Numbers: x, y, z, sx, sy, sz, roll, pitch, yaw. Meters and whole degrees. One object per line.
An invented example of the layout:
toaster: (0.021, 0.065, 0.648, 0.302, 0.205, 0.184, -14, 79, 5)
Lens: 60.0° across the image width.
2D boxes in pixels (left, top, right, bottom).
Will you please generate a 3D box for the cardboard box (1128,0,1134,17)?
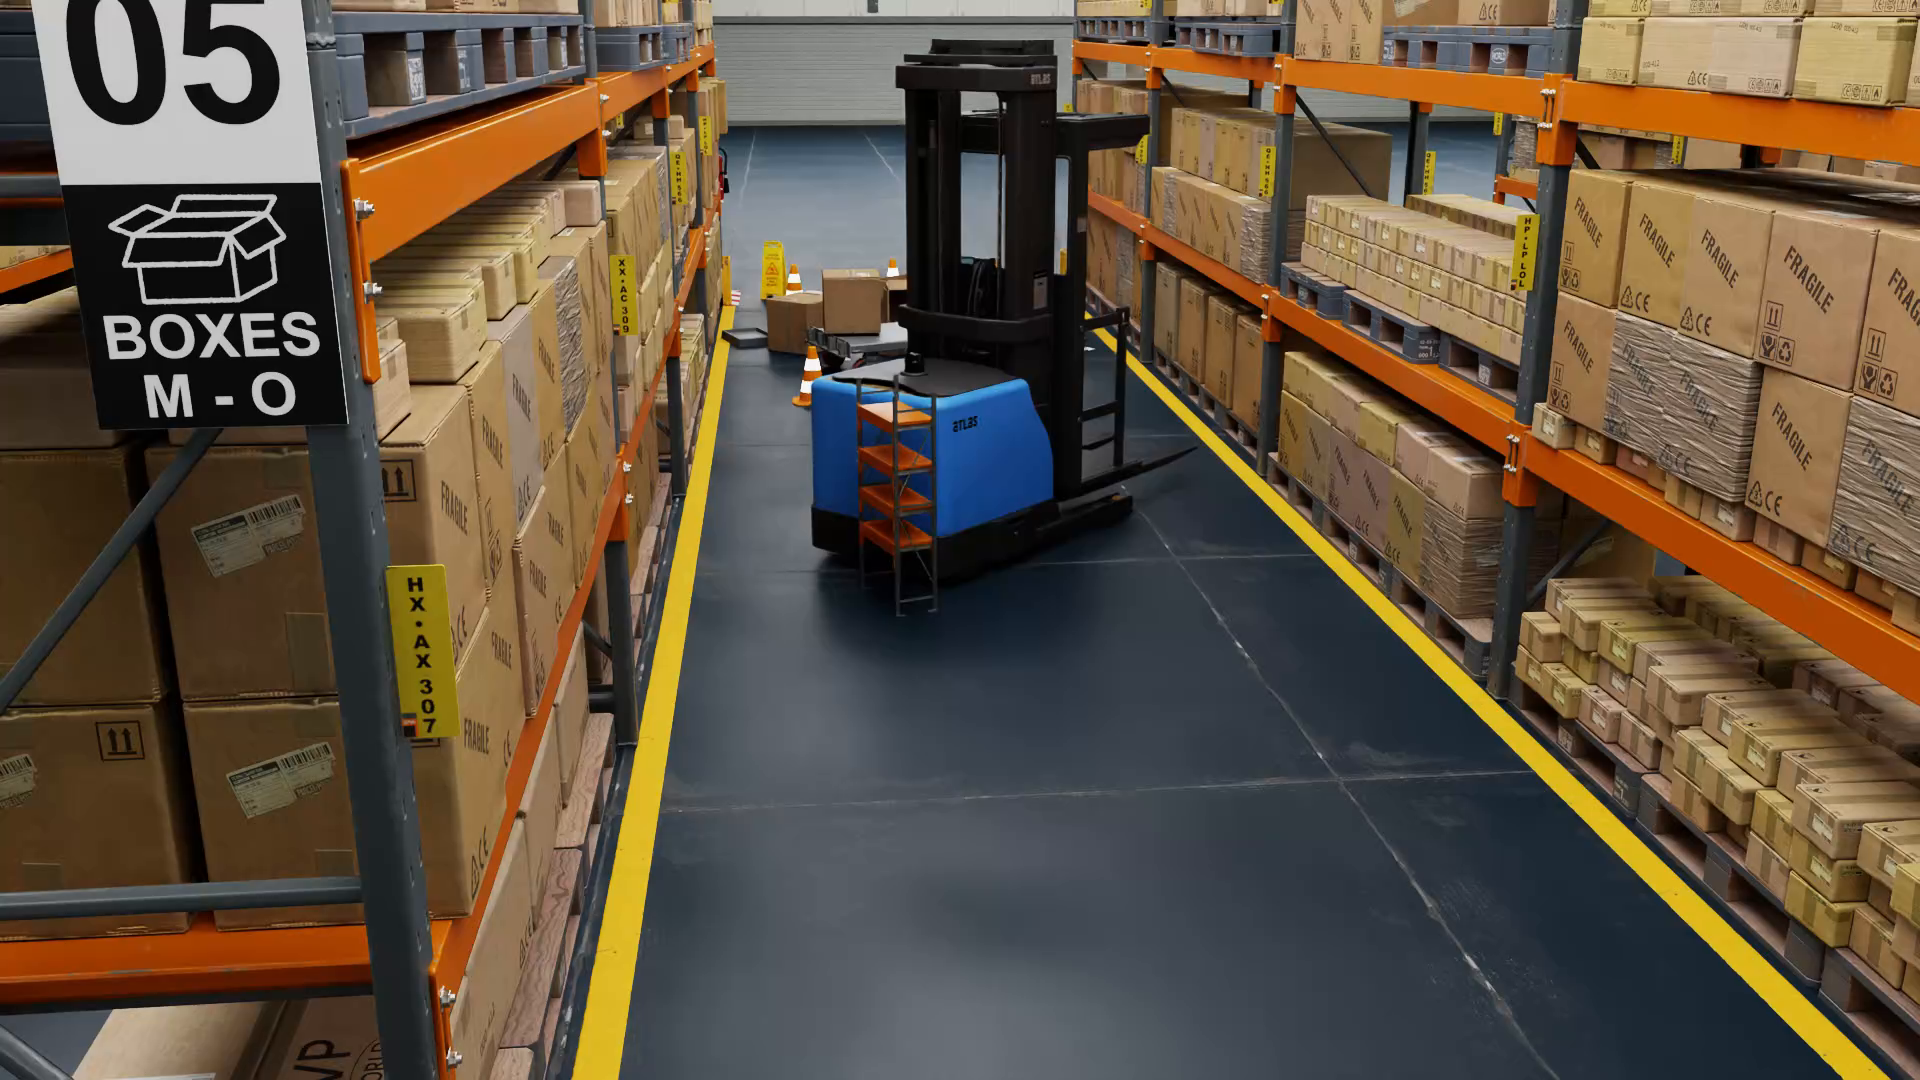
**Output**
cardboard box: (1.761, -4.902, 15.326, 0.380, 0.149, 0.250, -2, 17, -5)

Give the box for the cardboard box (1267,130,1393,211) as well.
cardboard box: (2.547, -2.559, 11.484, 0.700, 0.500, 0.500, -2, 18, -6)

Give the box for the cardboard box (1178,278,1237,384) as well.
cardboard box: (2.420, -1.749, 13.795, 1.050, 0.750, 0.750, -2, 18, -6)

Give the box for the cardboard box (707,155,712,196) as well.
cardboard box: (-2.625, -3.537, 15.772, 0.500, 0.500, 0.500, -2, 18, -6)

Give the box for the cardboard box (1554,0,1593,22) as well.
cardboard box: (3.066, -2.504, 7.269, 0.700, 0.500, 0.500, -2, 18, -6)

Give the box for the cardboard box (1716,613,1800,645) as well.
cardboard box: (3.390, 0.414, 6.914, 0.380, 0.149, 0.250, -2, 18, -6)

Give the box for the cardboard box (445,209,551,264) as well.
cardboard box: (-1.528, -0.973, 5.349, 0.380, 0.149, 0.250, -2, 18, -6)

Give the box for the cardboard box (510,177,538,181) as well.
cardboard box: (-2.307, -1.481, 8.050, 0.500, 0.500, 0.500, -1, 17, -4)

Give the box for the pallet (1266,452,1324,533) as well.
pallet: (2.662, -0.337, 10.897, 1.003, 0.211, 1.213, -2, 18, -6)

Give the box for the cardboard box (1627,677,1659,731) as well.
cardboard box: (2.916, 0.652, 6.654, 0.380, 0.149, 0.250, -3, 18, -8)

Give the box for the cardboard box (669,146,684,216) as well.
cardboard box: (-2.268, -2.561, 11.963, 0.500, 0.500, 0.500, -1, 17, -5)

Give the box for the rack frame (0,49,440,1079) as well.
rack frame: (-1.505, 0.666, 3.046, 1.000, 3.000, 0.127, -2, 18, -6)

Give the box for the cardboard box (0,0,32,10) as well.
cardboard box: (-1.641, -1.072, 2.960, 0.500, 0.250, 0.500, -3, 18, -11)

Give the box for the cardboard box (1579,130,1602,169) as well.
cardboard box: (6.951, -3.987, 17.204, 0.875, 0.500, 0.500, -2, 18, -6)

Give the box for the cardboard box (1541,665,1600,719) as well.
cardboard box: (2.741, 0.649, 7.160, 0.380, 0.149, 0.250, -1, 17, -4)

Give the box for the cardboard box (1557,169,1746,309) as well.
cardboard box: (2.800, -1.233, 6.764, 0.500, 0.500, 0.500, -1, 17, -4)

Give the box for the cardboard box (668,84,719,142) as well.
cardboard box: (-2.628, -4.017, 15.630, 0.700, 0.500, 0.500, -2, 18, -7)

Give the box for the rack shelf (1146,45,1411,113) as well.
rack shelf: (2.377, -3.584, 12.778, 1.077, 0.370, 4.000, -2, 18, -6)

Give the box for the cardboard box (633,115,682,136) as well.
cardboard box: (-2.386, -3.273, 13.146, 0.380, 0.149, 0.250, -2, 18, -7)

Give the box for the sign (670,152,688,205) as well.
sign: (-1.778, -2.288, 10.523, 0.100, 0.325, 0.005, -2, 18, -6)

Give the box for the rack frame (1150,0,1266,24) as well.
rack frame: (2.171, -5.954, 14.119, 1.000, 3.000, 0.127, -2, 18, -6)

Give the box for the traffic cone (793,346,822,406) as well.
traffic cone: (-1.222, -1.372, 13.775, 0.336, 0.463, 0.334, -2, 18, -6)

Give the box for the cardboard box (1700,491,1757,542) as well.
cardboard box: (2.884, -0.103, 5.917, 0.380, 0.149, 0.250, -1, 17, -3)

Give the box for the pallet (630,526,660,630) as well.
pallet: (-2.201, 0.213, 9.145, 1.003, 0.211, 1.213, -2, 18, -6)

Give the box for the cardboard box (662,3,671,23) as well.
cardboard box: (-2.440, -3.996, 12.440, 0.500, 0.250, 0.500, -2, 17, -5)

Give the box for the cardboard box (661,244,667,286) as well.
cardboard box: (-1.971, -1.595, 9.665, 0.500, 0.250, 0.500, -2, 18, -7)

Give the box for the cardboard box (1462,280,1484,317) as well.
cardboard box: (2.707, -1.196, 8.199, 0.380, 0.149, 0.250, -1, 17, -3)

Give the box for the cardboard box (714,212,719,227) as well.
cardboard box: (-2.708, -3.318, 17.294, 0.380, 0.149, 0.250, -1, 17, -4)

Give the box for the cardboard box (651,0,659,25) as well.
cardboard box: (-2.039, -3.107, 9.190, 0.700, 0.500, 0.500, -3, 18, -8)

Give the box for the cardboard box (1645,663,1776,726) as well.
cardboard box: (2.864, 0.590, 6.356, 0.380, 0.149, 0.250, -1, 17, -4)

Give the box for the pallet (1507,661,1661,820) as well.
pallet: (3.100, 0.821, 7.209, 1.003, 0.211, 1.213, -2, 18, -6)

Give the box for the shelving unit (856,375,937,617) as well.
shelving unit: (-0.340, -0.243, 8.949, 0.258, 1.200, 0.503, -8, 19, -25)

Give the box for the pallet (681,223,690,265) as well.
pallet: (-2.575, -2.214, 12.542, 1.003, 0.211, 1.213, -2, 18, -6)

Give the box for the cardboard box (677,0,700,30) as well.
cardboard box: (-2.516, -4.550, 14.408, 0.500, 0.250, 0.500, -2, 18, -7)

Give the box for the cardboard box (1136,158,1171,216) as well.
cardboard box: (2.121, -3.273, 15.344, 0.875, 0.550, 0.550, -2, 18, -6)

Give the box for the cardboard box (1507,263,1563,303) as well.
cardboard box: (2.760, -1.186, 7.673, 0.380, 0.149, 0.250, -1, 17, -3)

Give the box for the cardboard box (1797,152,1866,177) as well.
cardboard box: (7.385, -2.951, 13.695, 0.797, 0.503, 0.637, 0, 17, 0)

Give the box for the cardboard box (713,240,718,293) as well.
cardboard box: (-2.654, -2.653, 16.257, 0.500, 0.500, 0.500, -1, 17, -3)

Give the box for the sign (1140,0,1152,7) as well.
sign: (1.619, -4.790, 14.423, 0.100, 0.325, 0.005, -2, 18, -6)

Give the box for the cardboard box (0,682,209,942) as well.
cardboard box: (-1.818, 0.483, 3.463, 0.500, 0.500, 0.500, -2, 18, -5)

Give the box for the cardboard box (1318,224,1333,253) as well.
cardboard box: (2.463, -1.892, 10.416, 0.380, 0.149, 0.250, -1, 17, -3)

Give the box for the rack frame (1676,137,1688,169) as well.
rack frame: (7.115, -3.215, 15.410, 1.000, 3.000, 0.127, -2, 18, -6)

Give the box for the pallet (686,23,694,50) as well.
pallet: (-2.785, -4.063, 13.417, 1.213, 0.211, 1.003, -2, 18, -6)

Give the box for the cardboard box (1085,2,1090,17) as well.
cardboard box: (1.527, -5.580, 17.487, 0.380, 0.149, 0.250, -2, 18, -5)

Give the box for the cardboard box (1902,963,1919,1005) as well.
cardboard box: (3.078, 1.338, 4.966, 0.380, 0.149, 0.250, -2, 18, -6)

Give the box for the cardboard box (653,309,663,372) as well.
cardboard box: (-1.835, -1.050, 8.763, 0.500, 0.250, 0.500, -2, 18, -7)

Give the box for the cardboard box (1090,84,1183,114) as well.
cardboard box: (1.829, -4.427, 17.216, 0.875, 0.550, 0.550, -2, 18, -6)

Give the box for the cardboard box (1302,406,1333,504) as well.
cardboard box: (2.458, -0.540, 10.360, 0.500, 0.500, 0.500, -2, 17, -5)

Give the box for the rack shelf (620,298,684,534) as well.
rack shelf: (-2.124, -0.778, 8.848, 1.077, 0.370, 4.000, -2, 18, -6)

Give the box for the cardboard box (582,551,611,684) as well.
cardboard box: (-2.061, 0.106, 7.678, 0.875, 0.875, 0.875, -1, 17, -4)

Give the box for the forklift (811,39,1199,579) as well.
forklift: (0.446, -1.555, 10.237, 1.130, 2.935, 3.031, 14, 22, 37)

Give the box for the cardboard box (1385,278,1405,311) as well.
cardboard box: (2.593, -1.368, 9.247, 0.380, 0.149, 0.250, -2, 18, -7)

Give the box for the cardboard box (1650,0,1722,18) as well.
cardboard box: (2.853, -2.007, 5.970, 0.500, 0.250, 0.500, -2, 18, -6)

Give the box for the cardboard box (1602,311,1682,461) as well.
cardboard box: (2.854, -0.595, 6.402, 0.500, 0.500, 0.500, -2, 18, -6)

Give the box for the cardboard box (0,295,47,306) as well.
cardboard box: (-7.614, -1.667, 13.741, 0.875, 0.625, 0.625, -1, 17, -3)

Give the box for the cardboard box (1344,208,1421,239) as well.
cardboard box: (2.516, -1.889, 9.910, 0.380, 0.149, 0.250, -3, 18, -8)

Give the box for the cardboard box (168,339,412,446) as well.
cardboard box: (-1.266, -0.282, 3.149, 0.380, 0.149, 0.250, -1, 17, -4)

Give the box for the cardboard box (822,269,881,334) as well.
cardboard box: (-0.975, -2.141, 14.899, 0.500, 0.500, 0.500, -2, 18, -6)
